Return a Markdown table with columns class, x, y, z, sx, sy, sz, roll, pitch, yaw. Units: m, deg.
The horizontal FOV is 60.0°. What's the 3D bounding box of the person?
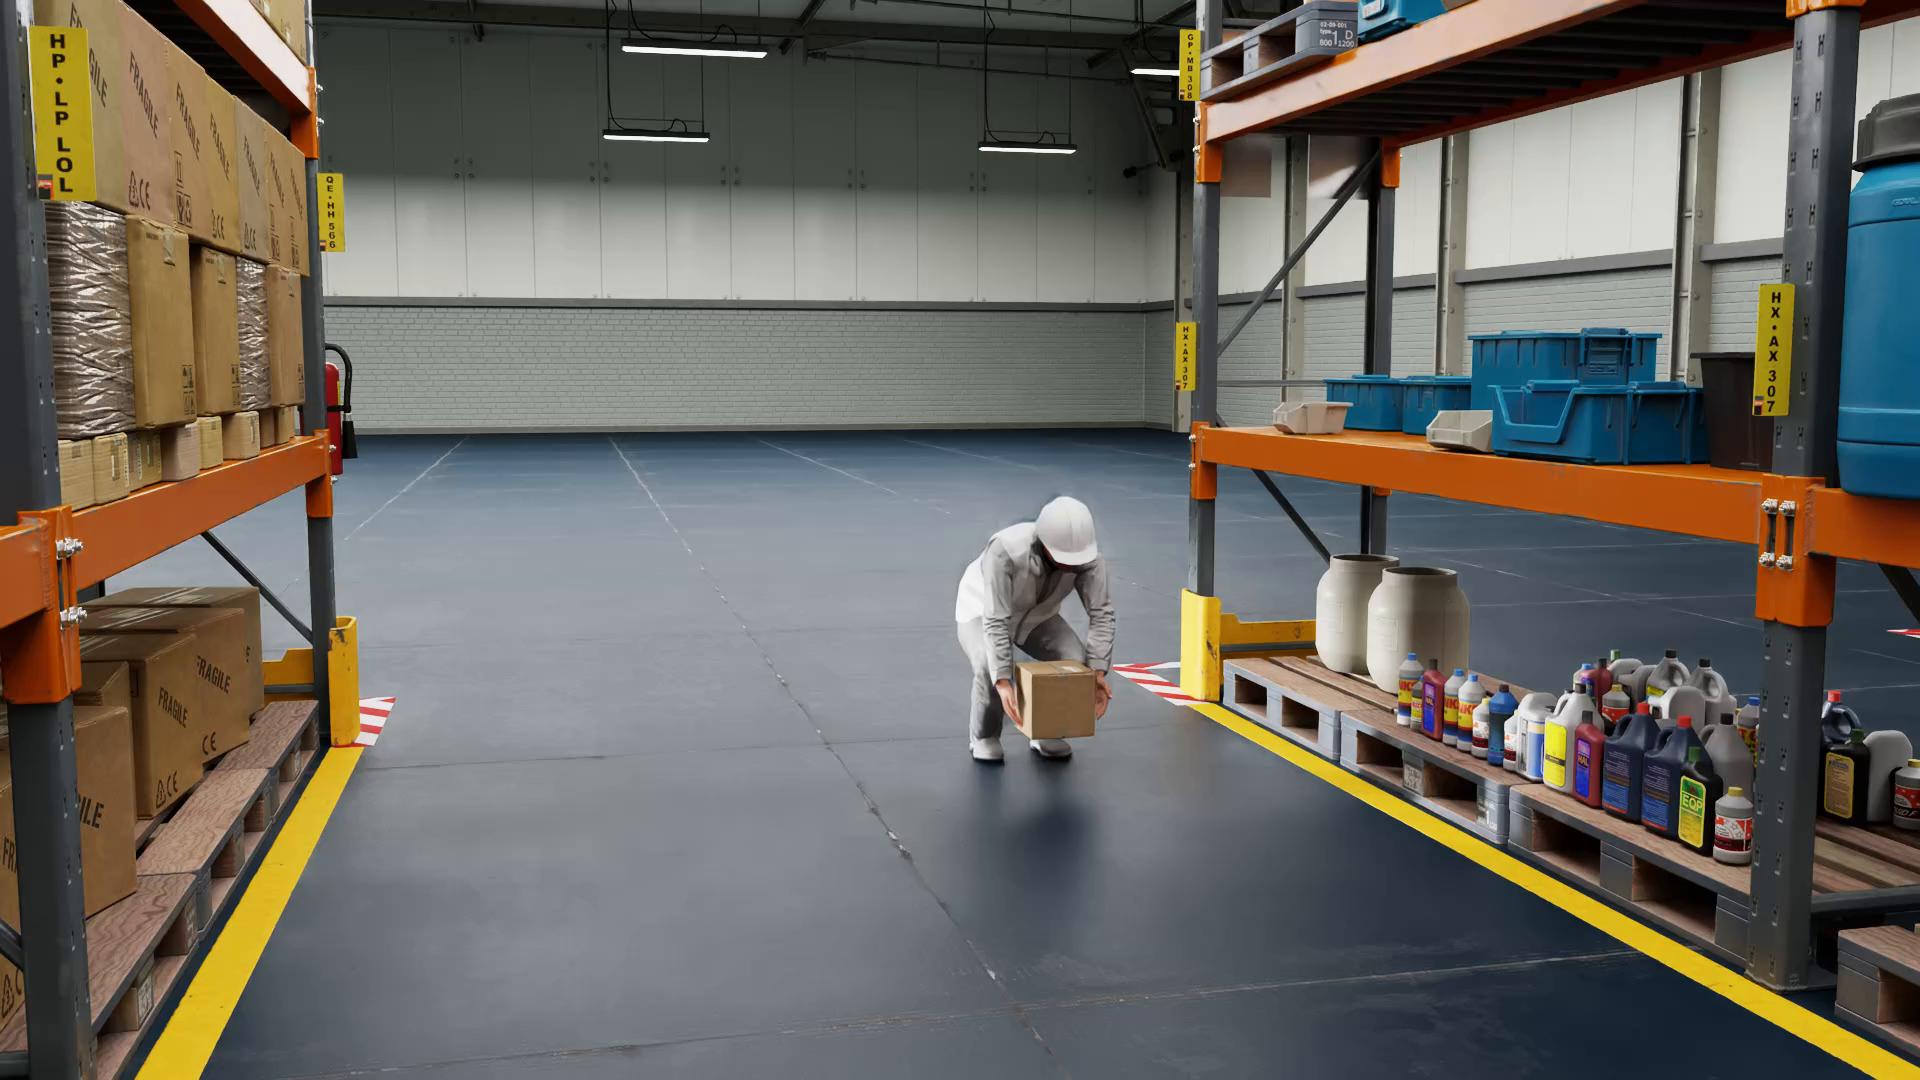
| class | x | y | z | sx | sy | sz | roll | pitch | yaw |
| --- | --- | --- | --- | --- | --- | --- | --- | --- | --- |
| person | 0.306 | 0.349 | 6.711 | 0.556 | 1.105 | 0.869 | -1 | 6 | -14 |
